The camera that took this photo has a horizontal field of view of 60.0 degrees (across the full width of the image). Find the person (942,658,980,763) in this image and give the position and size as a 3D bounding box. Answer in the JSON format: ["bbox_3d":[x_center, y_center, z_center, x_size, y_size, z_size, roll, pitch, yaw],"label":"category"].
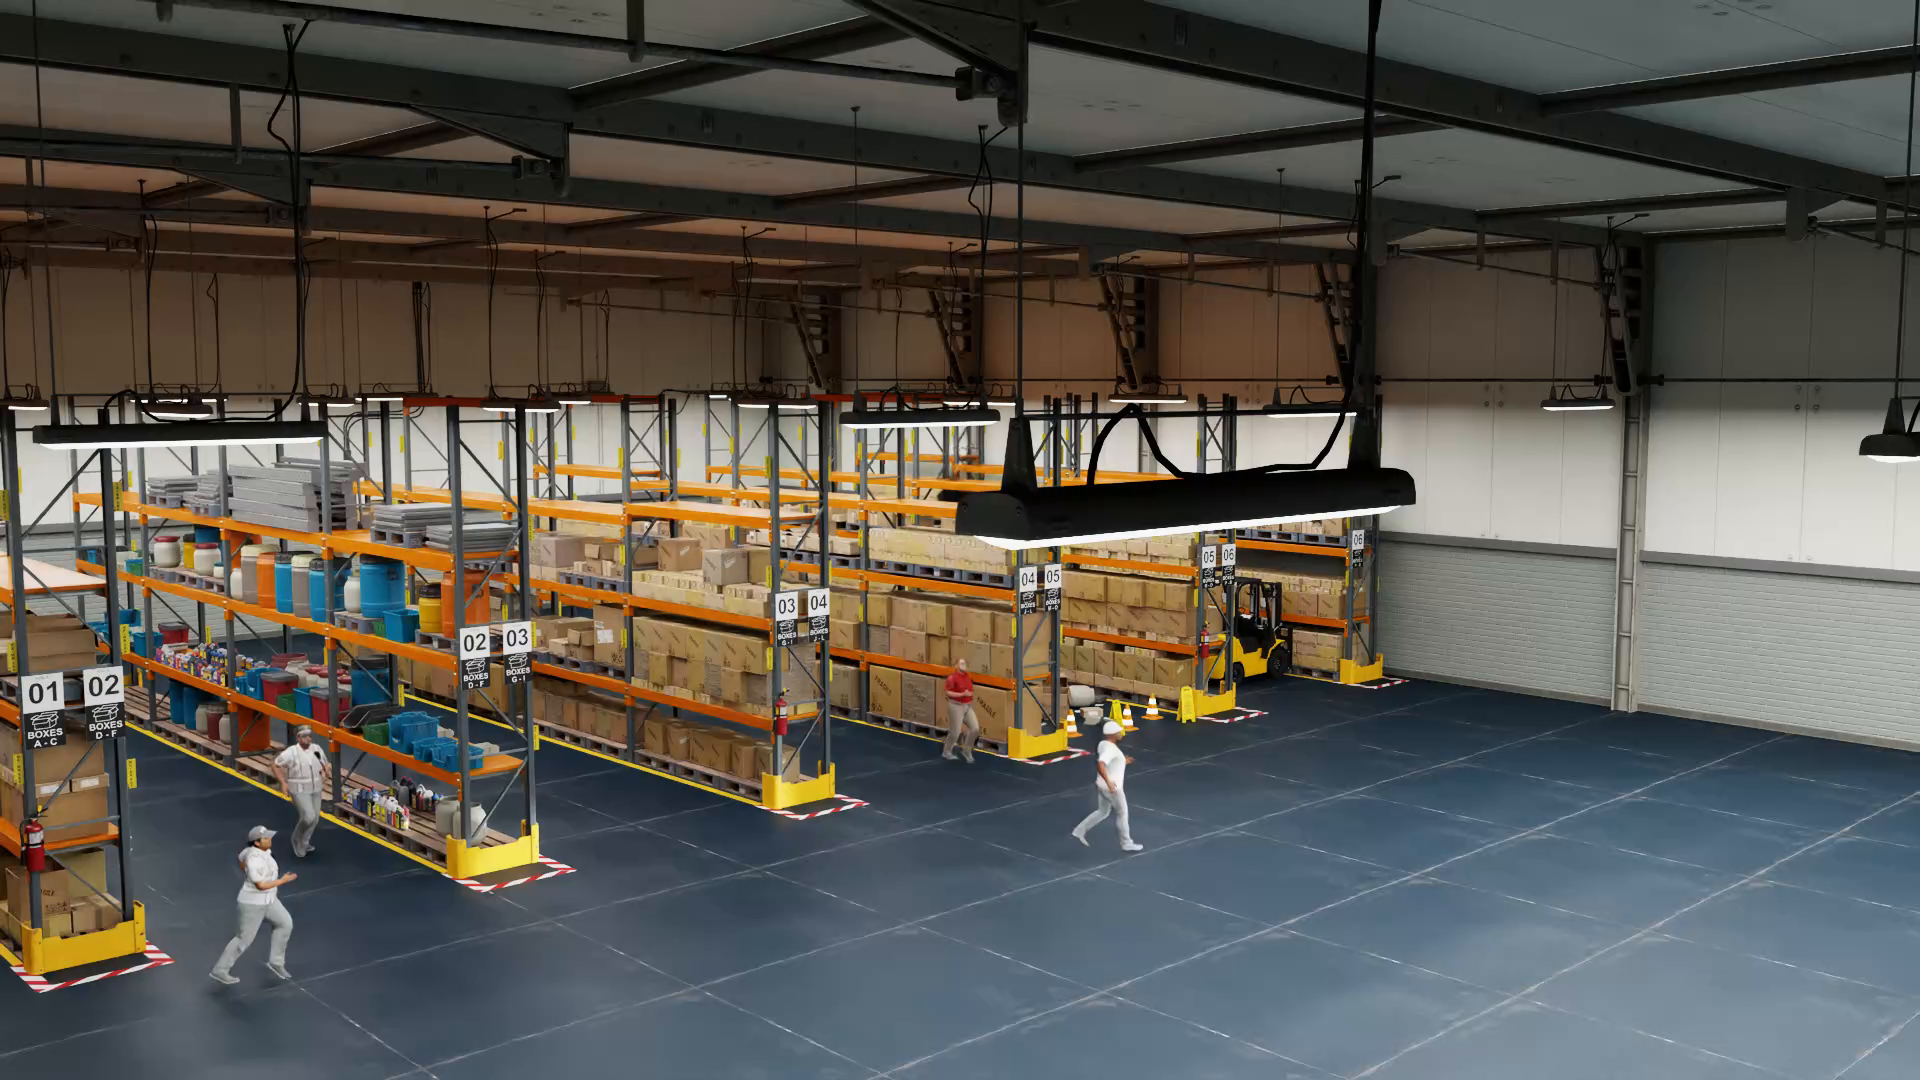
[{"bbox_3d":[0.026,2.844,27.442,0.680,1.813,0.658,5,8,43],"label":"person"}]

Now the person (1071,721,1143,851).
[{"bbox_3d":[1.976,3.282,22.150,0.981,1.750,0.701,-1,6,-13],"label":"person"}]

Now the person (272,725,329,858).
[{"bbox_3d":[-8.649,3.325,22.045,0.677,1.774,0.646,4,7,37],"label":"person"}]

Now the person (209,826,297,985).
[{"bbox_3d":[-7.390,3.836,17.419,0.871,1.699,0.609,-1,6,-13],"label":"person"}]

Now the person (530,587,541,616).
[{"bbox_3d":[-9.612,1.870,37.070,0.695,1.806,0.686,-4,7,-37],"label":"person"}]
